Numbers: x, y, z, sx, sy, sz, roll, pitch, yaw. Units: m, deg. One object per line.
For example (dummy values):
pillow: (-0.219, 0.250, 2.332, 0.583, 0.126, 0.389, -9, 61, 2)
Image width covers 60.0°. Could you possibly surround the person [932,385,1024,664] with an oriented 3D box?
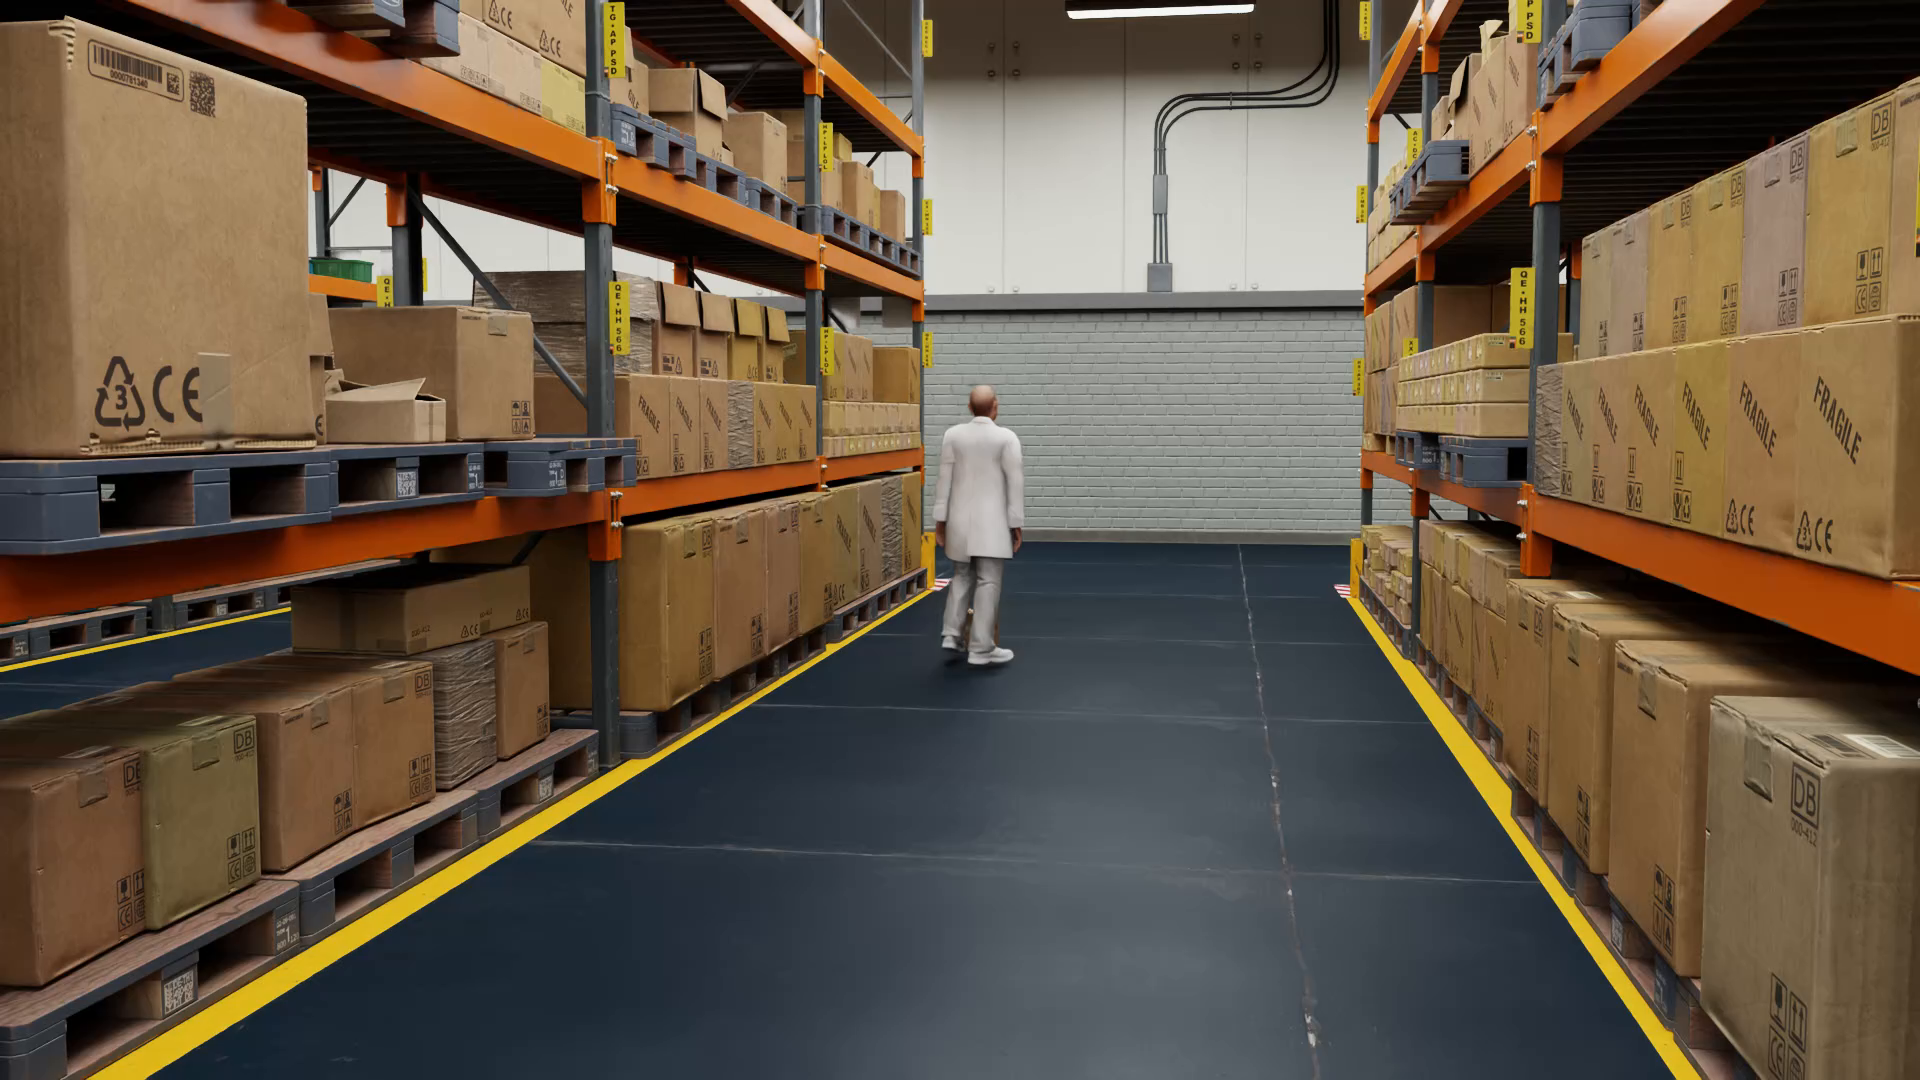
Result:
person: (0.118, -0.106, 10.689, 0.628, 1.770, 0.520, 2, 5, 22)
